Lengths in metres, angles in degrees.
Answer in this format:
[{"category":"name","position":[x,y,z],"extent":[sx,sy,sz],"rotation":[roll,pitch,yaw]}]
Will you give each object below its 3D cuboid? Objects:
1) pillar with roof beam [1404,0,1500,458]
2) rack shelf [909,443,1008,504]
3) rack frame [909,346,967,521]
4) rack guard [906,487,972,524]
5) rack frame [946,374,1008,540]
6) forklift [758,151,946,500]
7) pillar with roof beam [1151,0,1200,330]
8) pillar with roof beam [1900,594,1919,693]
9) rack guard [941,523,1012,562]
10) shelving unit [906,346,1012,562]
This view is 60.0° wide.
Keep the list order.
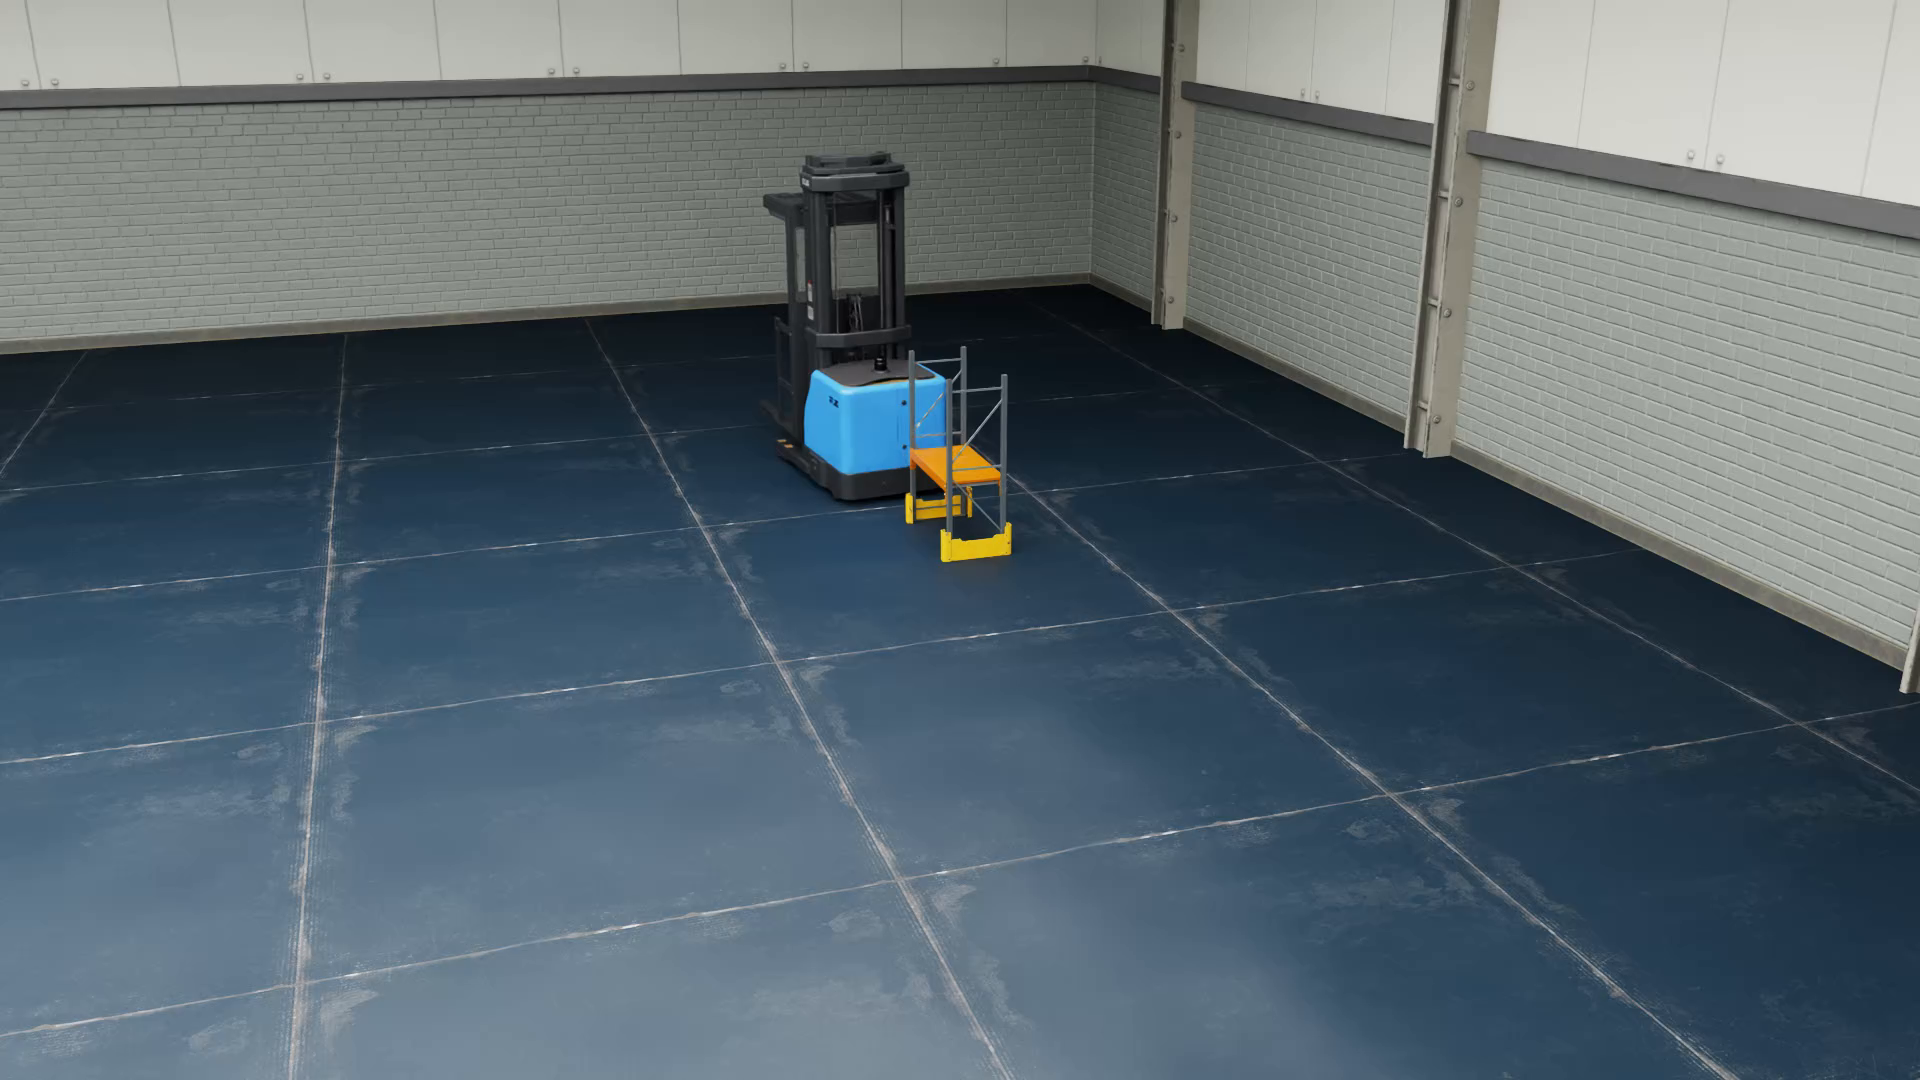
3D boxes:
[{"category":"pillar with roof beam","position":[0.514,-4.652,13.557],"extent":[9.100,9.000,0.400],"rotation":[-6,21,-17]},{"category":"rack shelf","position":[-0.027,-0.564,13.800],"extent":[0.538,0.185,1.000],"rotation":[-6,21,-17]},{"category":"rack frame","position":[-0.187,-0.896,14.193],"extent":[0.500,1.500,0.032],"rotation":[-6,21,-17]},{"category":"rack guard","position":[-0.180,-0.302,14.387],"extent":[0.587,0.250,0.087],"rotation":[-6,21,-17]},{"category":"rack frame","position":[0.133,-0.570,13.285],"extent":[0.500,1.500,0.032],"rotation":[-6,21,-17]},{"category":"forklift","position":[-1.167,-2.189,15.675],"extent":[1.130,2.935,3.031],"rotation":[-9,22,-23]},{"category":"pillar with roof beam","position":[-1.372,-6.578,18.917],"extent":[9.100,9.000,0.400],"rotation":[-6,21,-17]},{"category":"pillar with roof beam","position":[2.400,-2.727,8.196],"extent":[9.100,9.000,0.400],"rotation":[-6,21,-17]},{"category":"rack guard","position":[0.133,0.018,13.497],"extent":[0.587,0.250,0.087],"rotation":[-6,21,-17]},{"category":"shelving unit","position":[-0.024,-0.730,13.731],"extent":[0.587,1.500,1.083],"rotation":[-6,21,-17]}]
